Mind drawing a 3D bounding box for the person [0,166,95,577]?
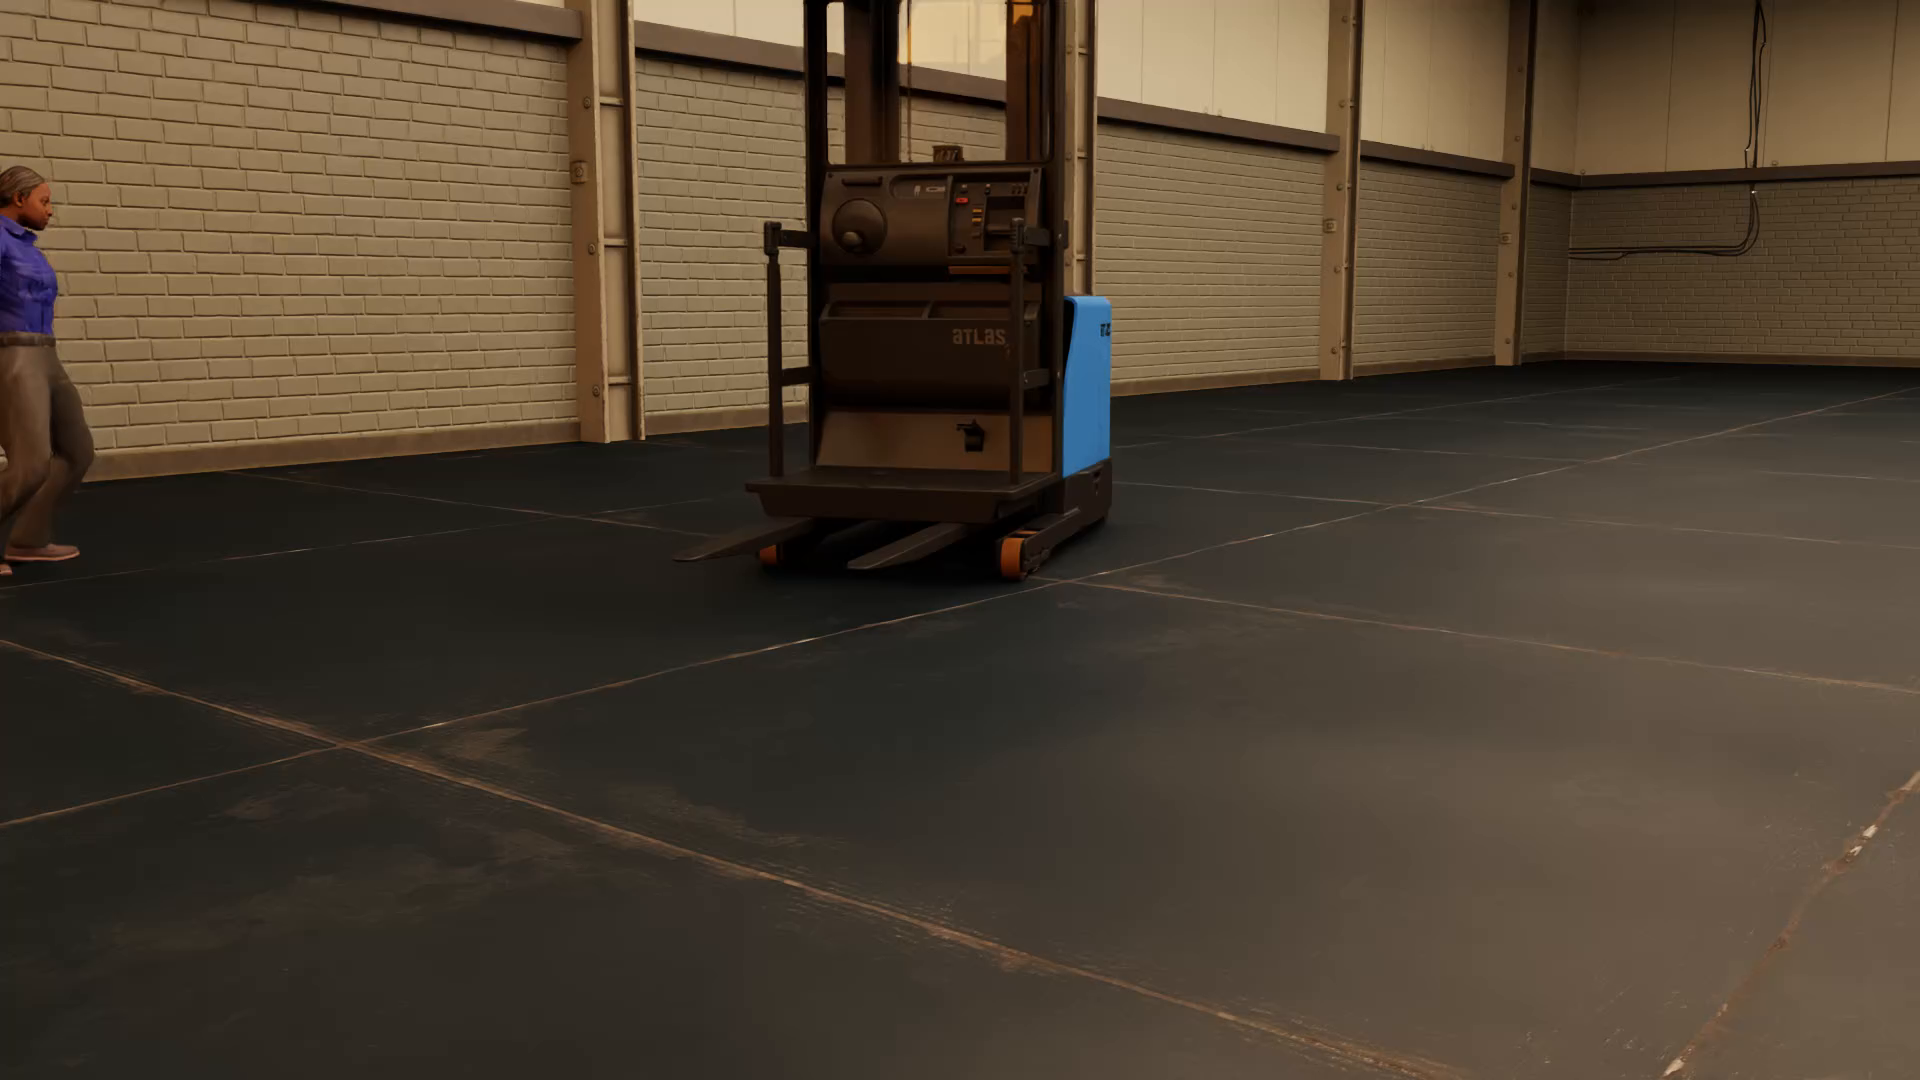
[{"bbox_3d":[-3.716,-0.649,6.430,0.461,1.582,0.815,-1,8,-6],"label":"person"}]

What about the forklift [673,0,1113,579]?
[{"bbox_3d":[-0.183,-1.362,6.593,1.130,2.935,3.031,3,9,17],"label":"forklift"}]
